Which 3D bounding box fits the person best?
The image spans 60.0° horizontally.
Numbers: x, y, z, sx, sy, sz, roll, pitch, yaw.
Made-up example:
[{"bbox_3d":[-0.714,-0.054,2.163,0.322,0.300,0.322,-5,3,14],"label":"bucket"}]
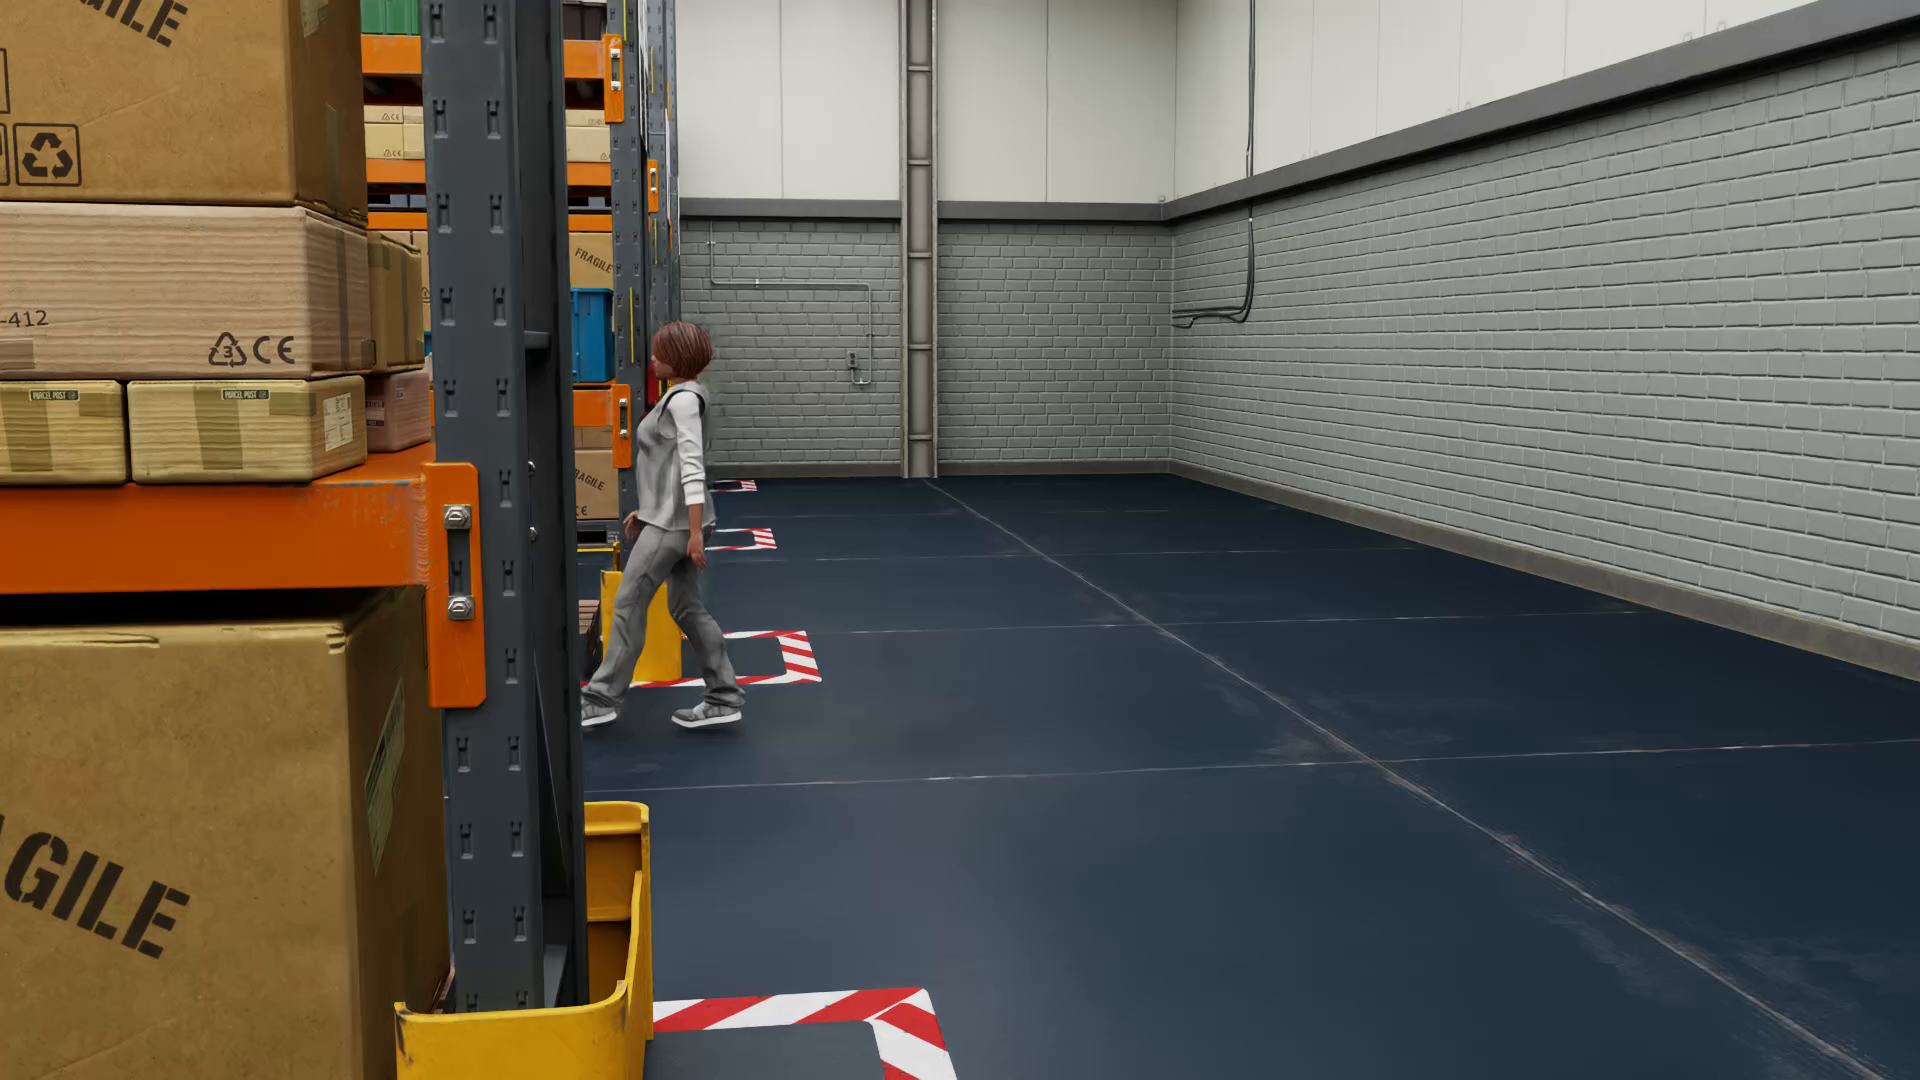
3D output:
[{"bbox_3d":[-1.215,-0.053,6.420,0.751,1.576,0.468,0,7,1],"label":"person"}]
